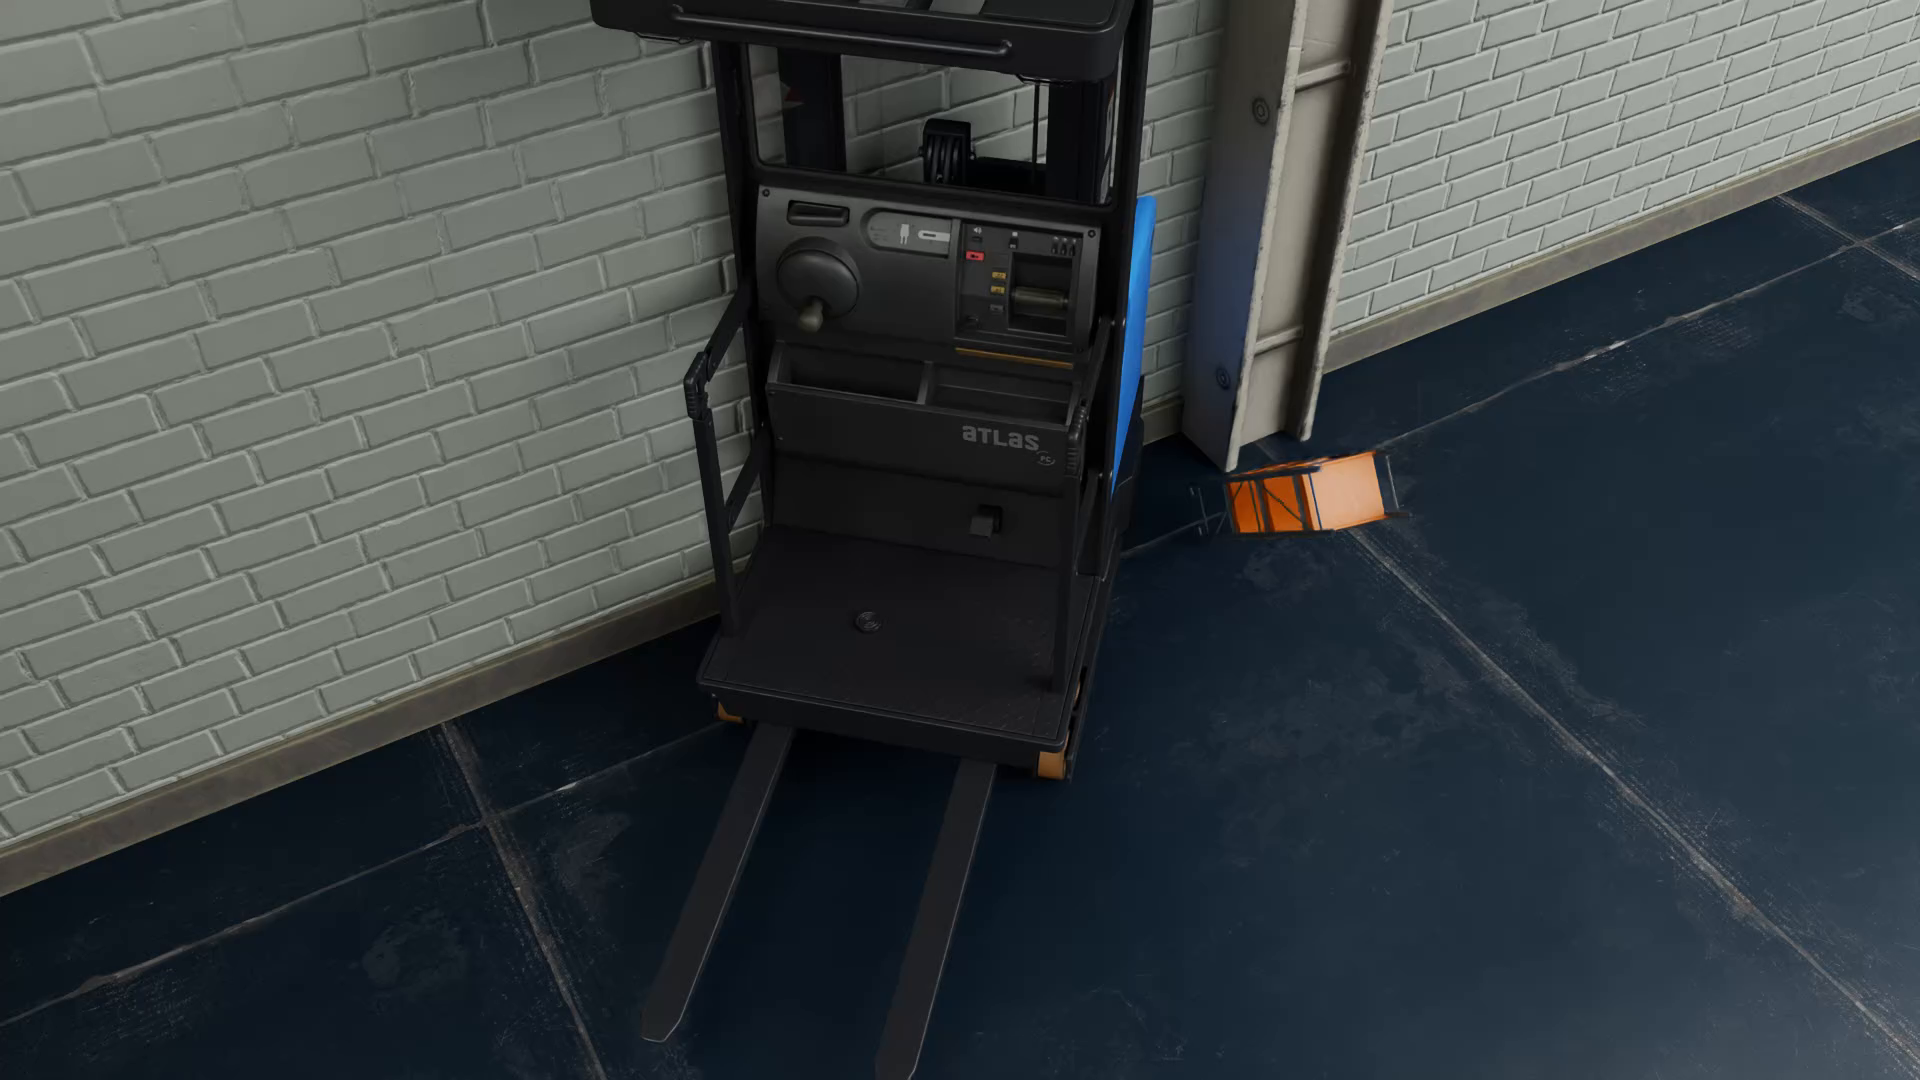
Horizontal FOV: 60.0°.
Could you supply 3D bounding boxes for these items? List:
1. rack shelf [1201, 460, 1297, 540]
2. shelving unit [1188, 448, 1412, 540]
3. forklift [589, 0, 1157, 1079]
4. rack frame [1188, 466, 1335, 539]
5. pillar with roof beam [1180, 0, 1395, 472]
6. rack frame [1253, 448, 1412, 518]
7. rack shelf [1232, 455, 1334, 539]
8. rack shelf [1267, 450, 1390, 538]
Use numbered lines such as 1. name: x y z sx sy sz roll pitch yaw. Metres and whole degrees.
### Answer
1. rack shelf: 0.978 -0.131 5.526 0.240 0.215 0.259 -13 2 -12
2. shelving unit: 1.040 -0.133 5.244 0.252 0.215 1.050 -13 2 -12
3. forklift: -0.138 -0.625 4.290 1.130 2.935 3.031 9 45 9
4. rack frame: 0.924 -0.107 5.218 0.008 0.200 1.050 -13 2 -12
5. pillar with roof beam: 3.196 -1.033 0.353 0.400 9.000 9.100 -22 48 -21
6. rack frame: 1.156 -0.160 5.270 0.008 0.200 1.050 -13 2 -12
7. rack shelf: 1.038 -0.133 5.254 0.240 0.215 0.259 -13 2 -12
8. rack shelf: 1.099 -0.136 4.977 0.240 0.215 0.259 -13 2 -12
